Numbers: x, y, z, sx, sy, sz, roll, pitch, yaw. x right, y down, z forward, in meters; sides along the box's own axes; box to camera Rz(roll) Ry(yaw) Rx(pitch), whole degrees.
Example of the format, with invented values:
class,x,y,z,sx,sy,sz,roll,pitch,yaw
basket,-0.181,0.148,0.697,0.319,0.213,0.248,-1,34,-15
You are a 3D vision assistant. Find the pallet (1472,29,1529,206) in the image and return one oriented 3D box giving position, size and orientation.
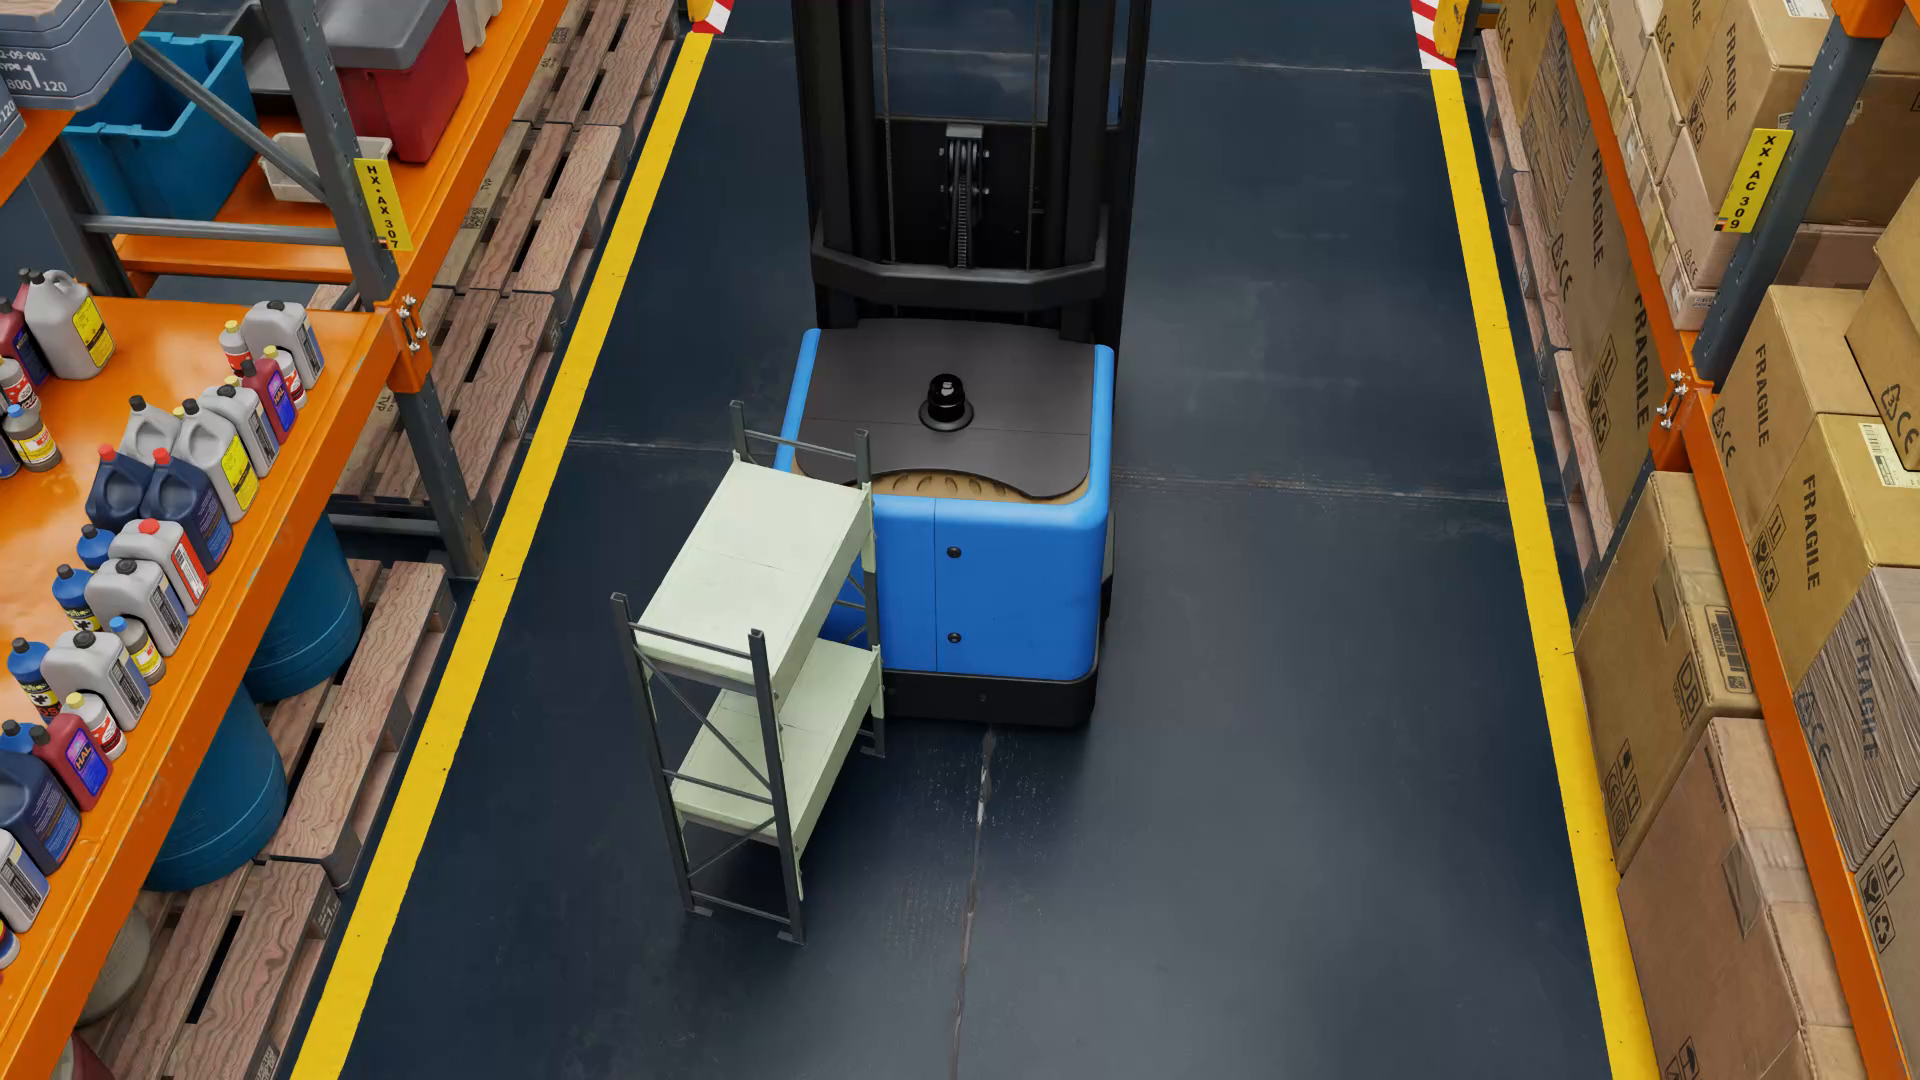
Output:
class,x,y,z,sx,sy,sz,roll,pitch,yaw
pallet,3.045,-2.009,7.945,1.003,0.211,1.213,4,48,4

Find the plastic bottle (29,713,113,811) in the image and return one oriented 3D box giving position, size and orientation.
class,x,y,z,sx,sy,sz,roll,pitch,yaw
plastic bottle,-2.059,0.495,3.844,0.061,0.283,0.133,4,48,4

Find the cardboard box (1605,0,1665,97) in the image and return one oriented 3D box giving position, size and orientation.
class,x,y,z,sx,sy,sz,roll,pitch,yaw
cardboard box,2.545,-1.751,5.719,0.500,0.250,0.500,5,48,4

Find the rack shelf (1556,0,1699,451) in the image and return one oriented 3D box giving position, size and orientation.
class,x,y,z,sx,sy,sz,roll,pitch,yaw
rack shelf,2.857,-1.831,6.379,1.077,0.370,4.000,4,48,4

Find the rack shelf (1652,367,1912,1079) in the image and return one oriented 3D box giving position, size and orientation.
class,x,y,z,sx,sy,sz,roll,pitch,yaw
rack shelf,2.493,1.108,3.691,1.077,0.370,4.000,4,48,4

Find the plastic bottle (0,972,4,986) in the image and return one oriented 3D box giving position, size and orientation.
class,x,y,z,sx,sy,sz,roll,pitch,yaw
plastic bottle,-2.110,0.899,3.474,0.061,0.283,0.133,4,48,4

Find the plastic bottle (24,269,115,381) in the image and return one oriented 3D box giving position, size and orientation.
class,x,y,z,sx,sy,sz,roll,pitch,yaw
plastic bottle,-2.616,-0.654,4.849,0.144,0.351,0.185,4,48,4

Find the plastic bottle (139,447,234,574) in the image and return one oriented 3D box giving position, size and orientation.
class,x,y,z,sx,sy,sz,roll,pitch,yaw
plastic bottle,-2.032,-0.087,4.330,0.144,0.351,0.185,4,48,4

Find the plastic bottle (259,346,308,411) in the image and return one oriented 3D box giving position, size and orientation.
class,x,y,z,sx,sy,sz,roll,pitch,yaw
plastic bottle,-1.954,-0.472,4.783,0.097,0.201,0.097,0,48,0

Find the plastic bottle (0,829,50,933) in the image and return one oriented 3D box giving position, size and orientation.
class,x,y,z,sx,sy,sz,roll,pitch,yaw
plastic bottle,-2.134,0.729,3.635,0.152,0.276,0.135,4,48,4

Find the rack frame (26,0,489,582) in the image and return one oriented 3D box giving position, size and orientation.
class,x,y,z,sx,sy,sz,roll,pitch,yaw
rack frame,-2.257,-0.937,5.074,1.000,3.000,0.127,4,48,4

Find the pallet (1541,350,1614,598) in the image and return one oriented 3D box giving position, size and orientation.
class,x,y,z,sx,sy,sz,roll,pitch,yaw
pallet,2.822,-0.216,6.305,1.003,0.211,1.213,4,48,4

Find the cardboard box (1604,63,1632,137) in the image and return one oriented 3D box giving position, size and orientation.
class,x,y,z,sx,sy,sz,roll,pitch,yaw
cardboard box,2.470,-1.522,5.779,0.380,0.149,0.250,5,48,4

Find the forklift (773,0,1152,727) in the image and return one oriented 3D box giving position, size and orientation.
class,x,y,z,sx,sy,sz,roll,pitch,yaw
forklift,0.055,-1.452,5.592,1.130,2.935,3.031,4,48,3

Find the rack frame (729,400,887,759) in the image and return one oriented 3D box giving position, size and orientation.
class,x,y,z,sx,sy,sz,roll,pitch,yaw
rack frame,-0.439,0.174,5.074,0.400,1.500,0.023,14,49,12

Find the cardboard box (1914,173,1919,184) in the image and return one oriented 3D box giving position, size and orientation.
class,x,y,z,sx,sy,sz,roll,pitch,yaw
cardboard box,2.973,-1.242,4.745,0.500,0.500,0.500,4,48,4

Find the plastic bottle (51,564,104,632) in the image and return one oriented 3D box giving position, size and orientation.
class,x,y,z,sx,sy,sz,roll,pitch,yaw
plastic bottle,-2.189,0.161,4.157,0.097,0.271,0.097,0,48,0

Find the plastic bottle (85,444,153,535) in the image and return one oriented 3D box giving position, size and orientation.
class,x,y,z,sx,sy,sz,roll,pitch,yaw
plastic bottle,-2.175,-0.097,4.339,0.144,0.351,0.185,4,48,4

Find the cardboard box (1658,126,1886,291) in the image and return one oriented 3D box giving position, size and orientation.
class,x,y,z,sx,sy,sz,roll,pitch,yaw
cardboard box,2.454,-0.996,5.028,0.500,0.250,0.500,3,48,3

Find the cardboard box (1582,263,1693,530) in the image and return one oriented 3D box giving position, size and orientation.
class,x,y,z,sx,sy,sz,roll,pitch,yaw
cardboard box,2.815,-0.508,5.837,0.875,0.875,0.875,4,48,4

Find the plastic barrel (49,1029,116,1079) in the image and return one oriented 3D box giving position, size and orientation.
class,x,y,z,sx,sy,sz,roll,pitch,yaw
plastic barrel,-2.491,1.484,4.210,0.600,0.588,0.708,4,48,4

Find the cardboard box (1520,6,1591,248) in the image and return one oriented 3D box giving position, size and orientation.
class,x,y,z,sx,sy,sz,roll,pitch,yaw
cardboard box,2.978,-1.824,7.040,0.875,0.875,0.875,4,48,4

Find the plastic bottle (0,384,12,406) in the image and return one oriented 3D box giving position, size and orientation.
class,x,y,z,sx,sy,sz,roll,pitch,yaw
plastic bottle,-2.729,-0.397,4.668,0.097,0.271,0.097,0,48,0

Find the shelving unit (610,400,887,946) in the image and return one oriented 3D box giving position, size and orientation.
class,x,y,z,sx,sy,sz,roll,pitch,yaw
shelving unit,-0.553,0.431,4.839,0.431,1.500,0.755,14,49,12

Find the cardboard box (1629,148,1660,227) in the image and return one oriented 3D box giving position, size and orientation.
class,x,y,z,sx,sy,sz,roll,pitch,yaw
cardboard box,2.424,-1.143,5.433,0.380,0.149,0.250,3,48,3

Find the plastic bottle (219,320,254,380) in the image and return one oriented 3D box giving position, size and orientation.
class,x,y,z,sx,sy,sz,roll,pitch,yaw
plastic bottle,-2.097,-0.553,4.858,0.097,0.201,0.097,0,48,0

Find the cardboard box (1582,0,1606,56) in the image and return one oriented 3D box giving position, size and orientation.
class,x,y,z,sx,sy,sz,roll,pitch,yaw
cardboard box,2.518,-1.897,6.122,0.380,0.149,0.250,5,48,4

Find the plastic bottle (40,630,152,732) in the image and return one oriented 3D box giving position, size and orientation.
class,x,y,z,sx,sy,sz,roll,pitch,yaw
plastic bottle,-2.084,0.324,4.005,0.152,0.276,0.135,4,48,4

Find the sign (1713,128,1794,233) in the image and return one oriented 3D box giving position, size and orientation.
class,x,y,z,sx,sy,sz,roll,pitch,yaw
sign,2.122,-0.959,4.454,0.100,0.325,0.005,4,48,4

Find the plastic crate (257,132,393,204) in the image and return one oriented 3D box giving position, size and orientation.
class,x,y,z,sx,sy,sz,roll,pitch,yaw
plastic crate,-2.072,-1.201,5.453,0.396,0.136,0.243,4,48,4

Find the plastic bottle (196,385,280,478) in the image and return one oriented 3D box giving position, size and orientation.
class,x,y,z,sx,sy,sz,roll,pitch,yaw
plastic bottle,-2.004,-0.315,4.590,0.152,0.276,0.135,4,48,4

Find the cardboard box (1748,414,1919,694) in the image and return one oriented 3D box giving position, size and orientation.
class,x,y,z,sx,sy,sz,roll,pitch,yaw
cardboard box,2.339,0.053,4.101,0.500,0.500,0.500,4,48,4

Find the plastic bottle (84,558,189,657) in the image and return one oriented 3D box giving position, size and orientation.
class,x,y,z,sx,sy,sz,roll,pitch,yaw
plastic bottle,-2.063,0.154,4.160,0.152,0.276,0.135,4,48,4

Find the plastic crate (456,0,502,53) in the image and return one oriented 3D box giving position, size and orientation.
class,x,y,z,sx,sy,sz,roll,pitch,yaw
plastic crate,-1.935,-2.027,6.111,0.437,0.282,0.530,4,48,4

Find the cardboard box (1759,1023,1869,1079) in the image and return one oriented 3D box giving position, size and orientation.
class,x,y,z,sx,sy,sz,roll,pitch,yaw
cardboard box,2.483,1.750,3.772,1.225,0.875,0.875,4,48,4

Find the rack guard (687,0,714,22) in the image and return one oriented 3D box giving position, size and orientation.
class,x,y,z,sx,sy,sz,roll,pitch,yaw
rack guard,-1.903,-3.051,8.702,1.175,0.500,0.348,4,48,4

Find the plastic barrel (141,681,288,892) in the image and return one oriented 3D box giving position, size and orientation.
class,x,y,z,sx,sy,sz,roll,pitch,yaw
plastic barrel,-2.388,0.548,4.853,0.600,0.901,0.708,4,48,4

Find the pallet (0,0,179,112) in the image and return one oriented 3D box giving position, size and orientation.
class,x,y,z,sx,sy,sz,roll,pitch,yaw
pallet,-2.231,-1.303,3.504,1.213,0.211,1.003,4,48,4

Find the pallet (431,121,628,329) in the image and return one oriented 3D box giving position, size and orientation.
class,x,y,z,sx,sy,sz,roll,pitch,yaw
pallet,-2.120,-1.438,7.422,1.003,0.211,1.213,4,48,4

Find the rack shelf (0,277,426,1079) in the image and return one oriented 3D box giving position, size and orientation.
class,x,y,z,sx,sy,sz,roll,pitch,yaw
rack shelf,-2.439,0.775,3.996,1.077,0.370,4.000,4,48,4

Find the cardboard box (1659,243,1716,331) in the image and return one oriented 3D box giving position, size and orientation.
class,x,y,z,sx,sy,sz,roll,pitch,yaw
cardboard box,2.377,-0.765,5.087,0.380,0.149,0.250,4,48,4

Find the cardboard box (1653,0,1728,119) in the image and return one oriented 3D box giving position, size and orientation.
class,x,y,z,sx,sy,sz,roll,pitch,yaw
cardboard box,2.501,-1.631,5.100,0.500,0.500,0.500,4,48,4

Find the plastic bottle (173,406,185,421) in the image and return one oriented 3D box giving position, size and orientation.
class,x,y,z,sx,sy,sz,roll,pitch,yaw
plastic bottle,-2.130,-0.285,4.612,0.097,0.201,0.097,0,48,0

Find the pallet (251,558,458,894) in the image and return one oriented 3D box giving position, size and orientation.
class,x,y,z,sx,sy,sz,roll,pitch,yaw
pallet,-2.369,0.568,5.587,1.003,0.211,1.213,4,48,4

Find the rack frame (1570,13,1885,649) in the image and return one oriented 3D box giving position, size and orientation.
class,x,y,z,sx,sy,sz,roll,pitch,yaw
rack frame,2.675,-0.604,4.770,1.000,3.000,0.127,4,48,4

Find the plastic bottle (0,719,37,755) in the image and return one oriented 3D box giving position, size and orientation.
class,x,y,z,sx,sy,sz,roll,pitch,yaw
plastic bottle,-2.140,0.507,3.841,0.097,0.271,0.097,0,48,0

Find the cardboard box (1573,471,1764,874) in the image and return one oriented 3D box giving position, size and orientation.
class,x,y,z,sx,sy,sz,roll,pitch,yaw
cardboard box,2.637,0.443,4.967,1.225,0.875,0.875,4,48,4

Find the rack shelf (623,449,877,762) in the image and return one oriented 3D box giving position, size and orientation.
class,x,y,z,sx,sy,sz,roll,pitch,yaw
rack shelf,-0.553,0.168,4.551,0.431,0.370,0.720,14,49,12

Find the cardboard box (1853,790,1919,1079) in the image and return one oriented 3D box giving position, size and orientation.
class,x,y,z,sx,sy,sz,roll,pitch,yaw
cardboard box,2.251,0.801,3.417,0.500,0.500,0.500,5,48,4

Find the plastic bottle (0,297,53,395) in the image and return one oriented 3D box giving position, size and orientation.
class,x,y,z,sx,sy,sz,roll,pitch,yaw
plastic bottle,-2.728,-0.559,4.807,0.061,0.283,0.133,4,48,4
